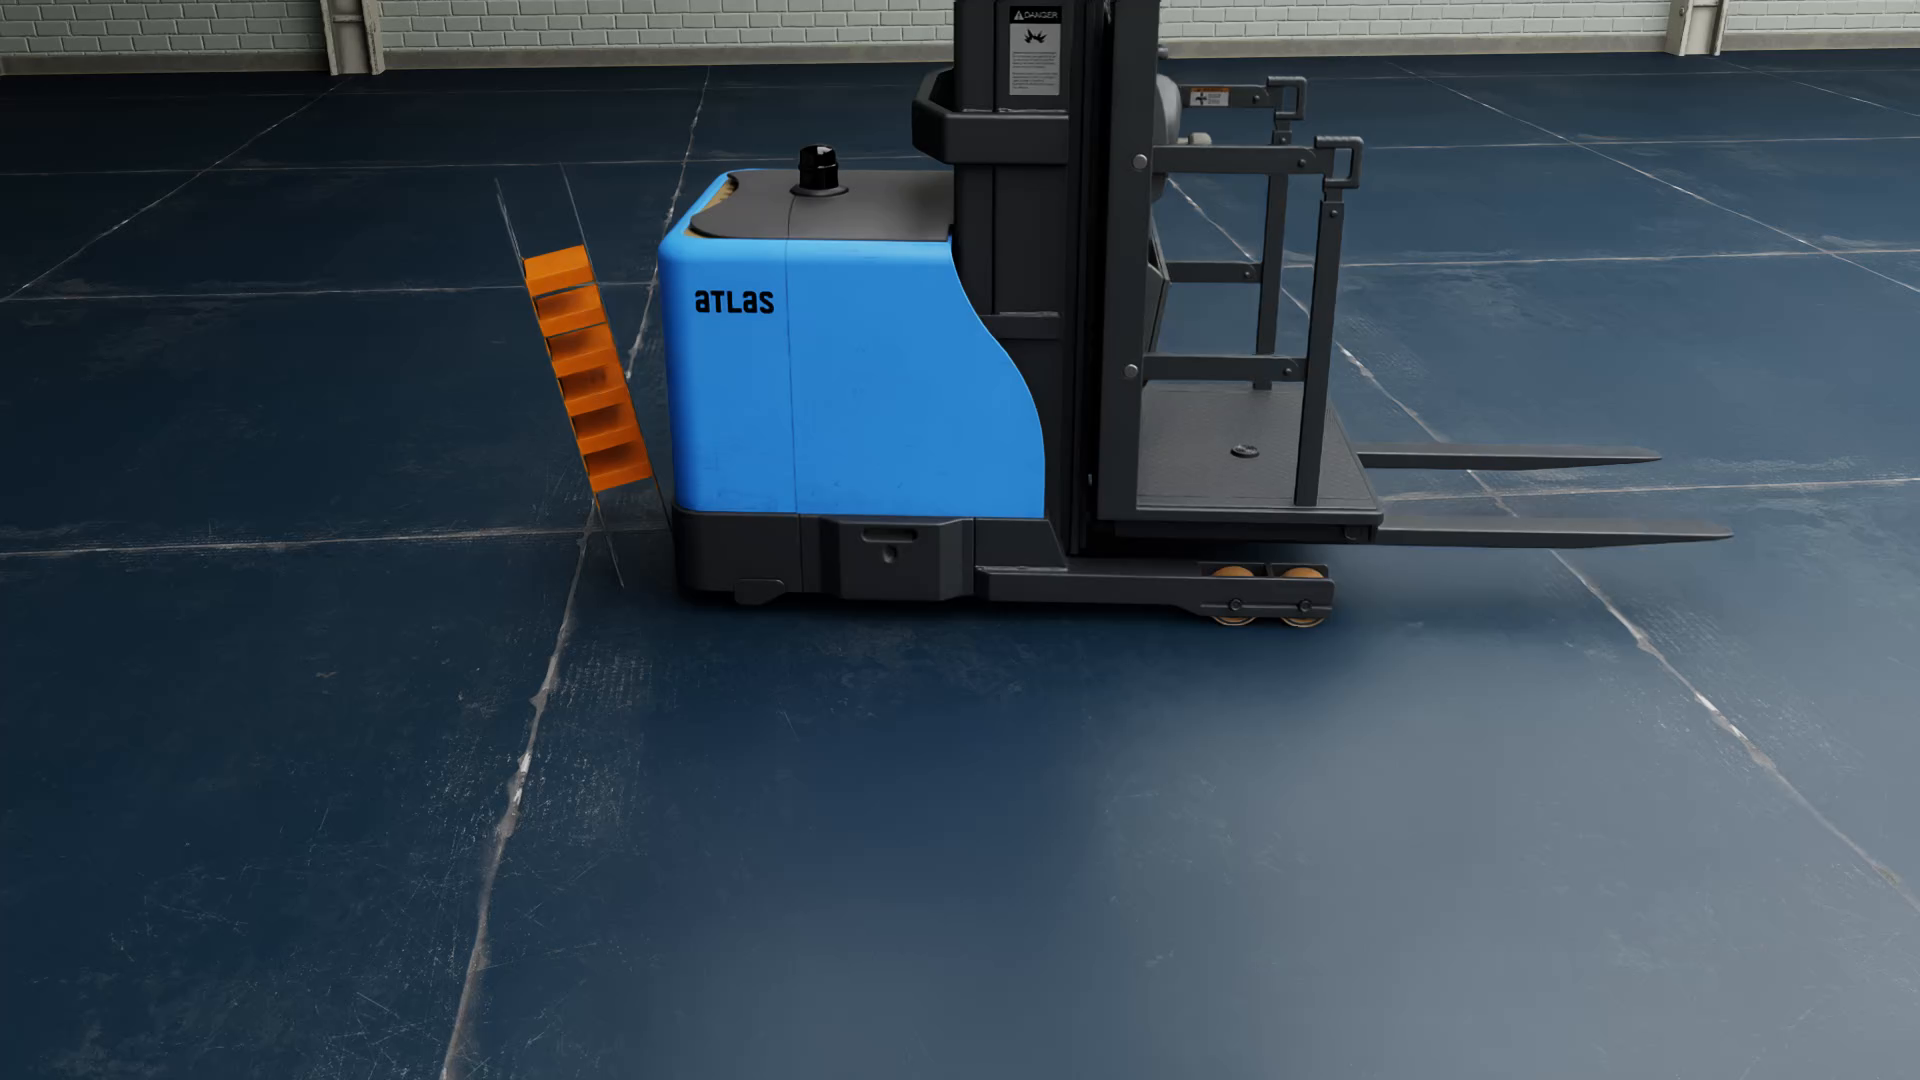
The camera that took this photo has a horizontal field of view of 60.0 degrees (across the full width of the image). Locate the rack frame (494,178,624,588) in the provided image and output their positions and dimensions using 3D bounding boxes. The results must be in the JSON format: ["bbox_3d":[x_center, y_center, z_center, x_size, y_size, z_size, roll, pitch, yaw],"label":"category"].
[{"bbox_3d":[-1.143,-0.431,4.767,0.006,1.200,0.240,-17,27,-9],"label":"rack frame"}]

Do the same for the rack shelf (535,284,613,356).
[{"bbox_3d":[-1.093,-0.628,4.694,0.180,0.103,0.258,-17,27,-9],"label":"rack shelf"}]

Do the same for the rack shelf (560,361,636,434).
[{"bbox_3d":[-1.048,-0.418,4.802,0.180,0.103,0.258,-17,27,-9],"label":"rack shelf"}]

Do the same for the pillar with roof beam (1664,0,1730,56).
[{"bbox_3d":[7.189,-6.877,9.644,0.400,9.000,9.100,-2,24,-5],"label":"pillar with roof beam"}]

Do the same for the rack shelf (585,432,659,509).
[{"bbox_3d":[-1.003,-0.208,4.909,0.180,0.103,0.258,-17,27,-9],"label":"rack shelf"}]

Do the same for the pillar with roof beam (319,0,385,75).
[{"bbox_3d":[-4.753,-6.398,8.566,0.400,9.000,9.100,-2,24,-5],"label":"pillar with roof beam"}]

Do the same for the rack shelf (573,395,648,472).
[{"bbox_3d":[-1.026,-0.313,4.855,0.180,0.103,0.258,-17,27,-9],"label":"rack shelf"}]

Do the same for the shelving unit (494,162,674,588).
[{"bbox_3d":[-1.056,-0.457,4.782,0.189,1.200,0.258,-17,27,-9],"label":"shelving unit"}]

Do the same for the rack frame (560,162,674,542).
[{"bbox_3d":[-0.970,-0.483,4.797,0.006,1.200,0.240,-17,27,-9],"label":"rack frame"}]

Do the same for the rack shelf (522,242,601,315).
[{"bbox_3d":[-1.115,-0.733,4.641,0.180,0.103,0.258,-17,27,-9],"label":"rack shelf"}]

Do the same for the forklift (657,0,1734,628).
[{"bbox_3d":[0.710,-1.313,4.596,3.031,2.935,1.130,1,24,2],"label":"forklift"}]

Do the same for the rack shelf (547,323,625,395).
[{"bbox_3d":[-1.070,-0.523,4.748,0.180,0.103,0.258,-17,27,-9],"label":"rack shelf"}]
